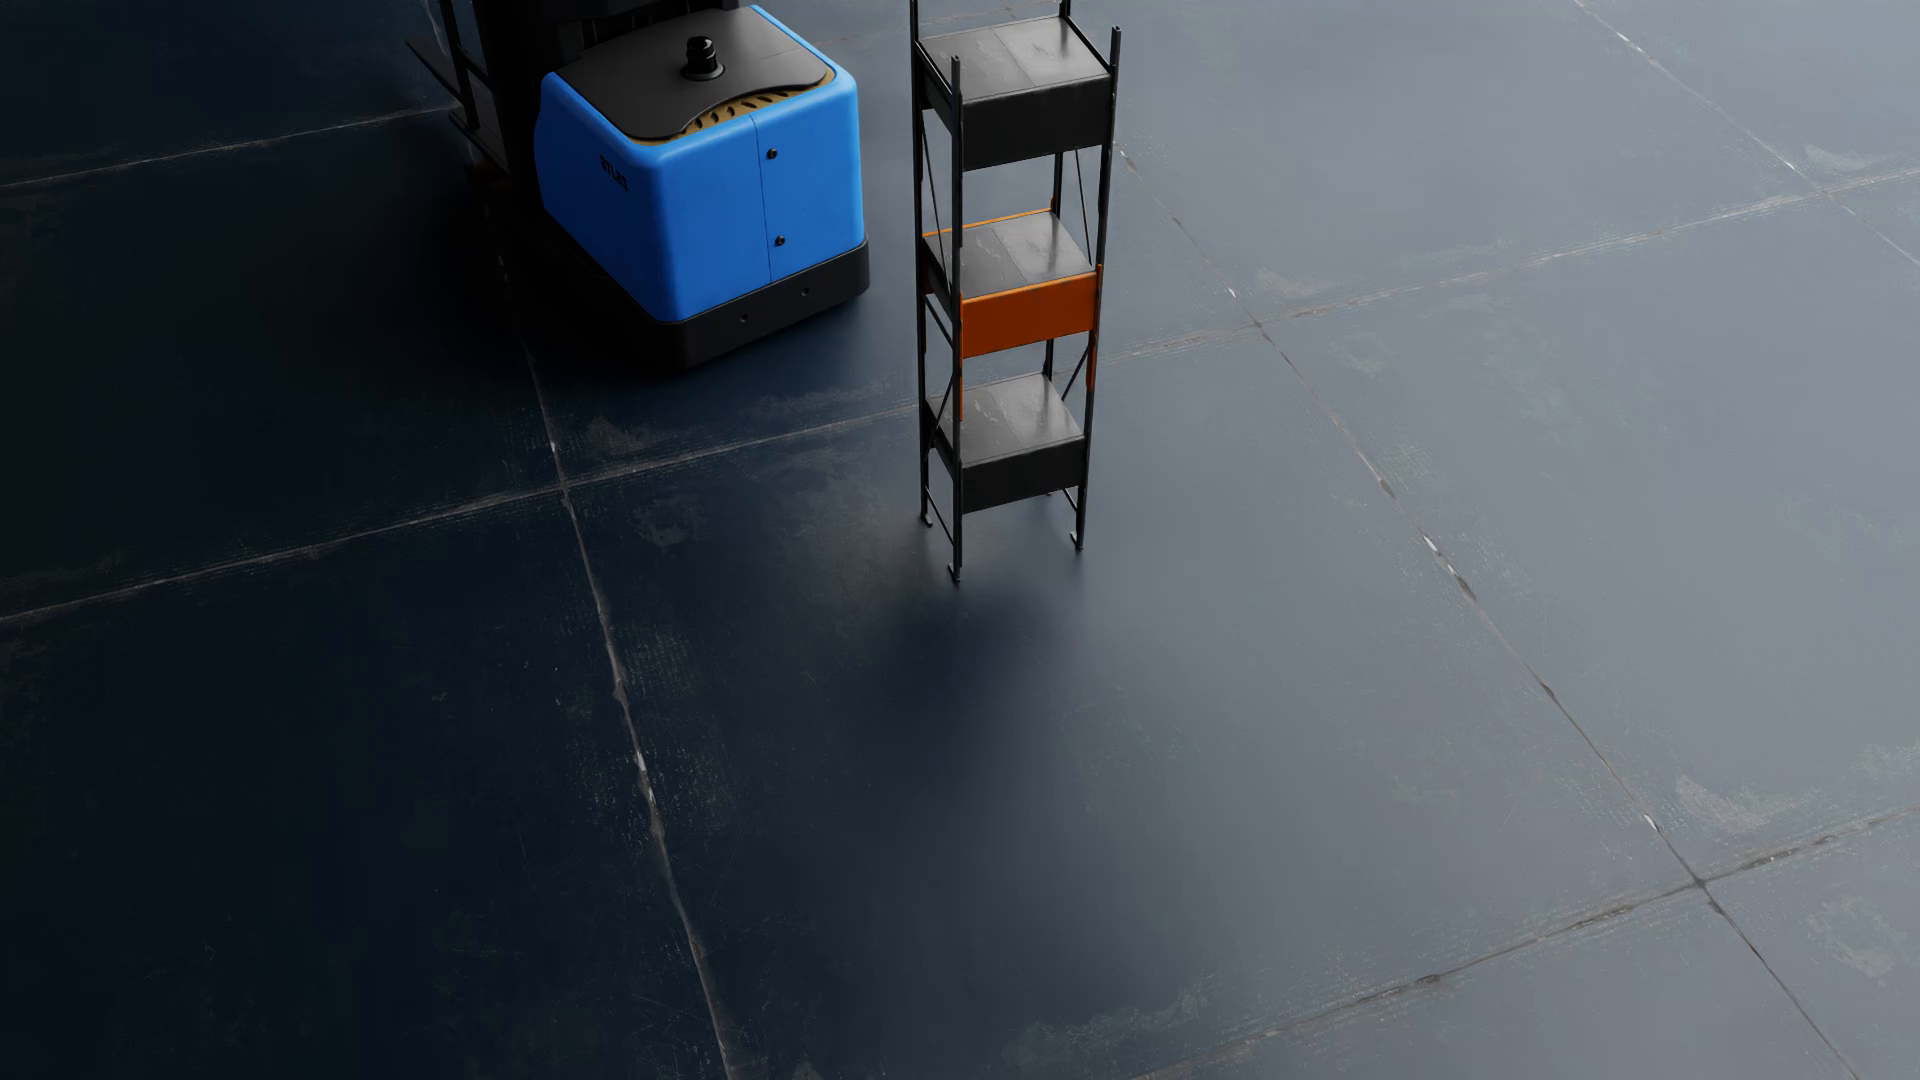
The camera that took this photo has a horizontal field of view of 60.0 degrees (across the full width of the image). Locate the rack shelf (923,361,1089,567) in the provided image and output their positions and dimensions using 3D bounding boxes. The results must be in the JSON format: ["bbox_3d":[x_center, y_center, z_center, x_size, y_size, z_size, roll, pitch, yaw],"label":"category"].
[{"bbox_3d":[0.156,-0.277,6.051,0.480,0.518,0.431,-14,47,-14],"label":"rack shelf"}]

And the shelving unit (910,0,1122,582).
[{"bbox_3d":[0.156,-0.781,5.546,0.503,2.100,0.431,-14,47,-14],"label":"shelving unit"}]

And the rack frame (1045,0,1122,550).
[{"bbox_3d":[0.385,-0.840,5.604,0.015,2.100,0.400,-14,47,-14],"label":"rack frame"}]

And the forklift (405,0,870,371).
[{"bbox_3d":[-1.672,-2.732,6.904,1.130,2.935,3.031,-28,51,-25],"label":"forklift"}]

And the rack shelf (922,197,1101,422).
[{"bbox_3d":[0.156,-0.771,5.556,0.480,0.518,0.431,-14,47,-14],"label":"rack shelf"}]

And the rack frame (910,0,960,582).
[{"bbox_3d":[-0.074,-0.722,5.487,0.015,2.100,0.400,-14,47,-14],"label":"rack frame"}]

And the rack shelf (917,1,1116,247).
[{"bbox_3d":[0.156,-1.266,5.060,0.480,0.518,0.431,-14,47,-14],"label":"rack shelf"}]
